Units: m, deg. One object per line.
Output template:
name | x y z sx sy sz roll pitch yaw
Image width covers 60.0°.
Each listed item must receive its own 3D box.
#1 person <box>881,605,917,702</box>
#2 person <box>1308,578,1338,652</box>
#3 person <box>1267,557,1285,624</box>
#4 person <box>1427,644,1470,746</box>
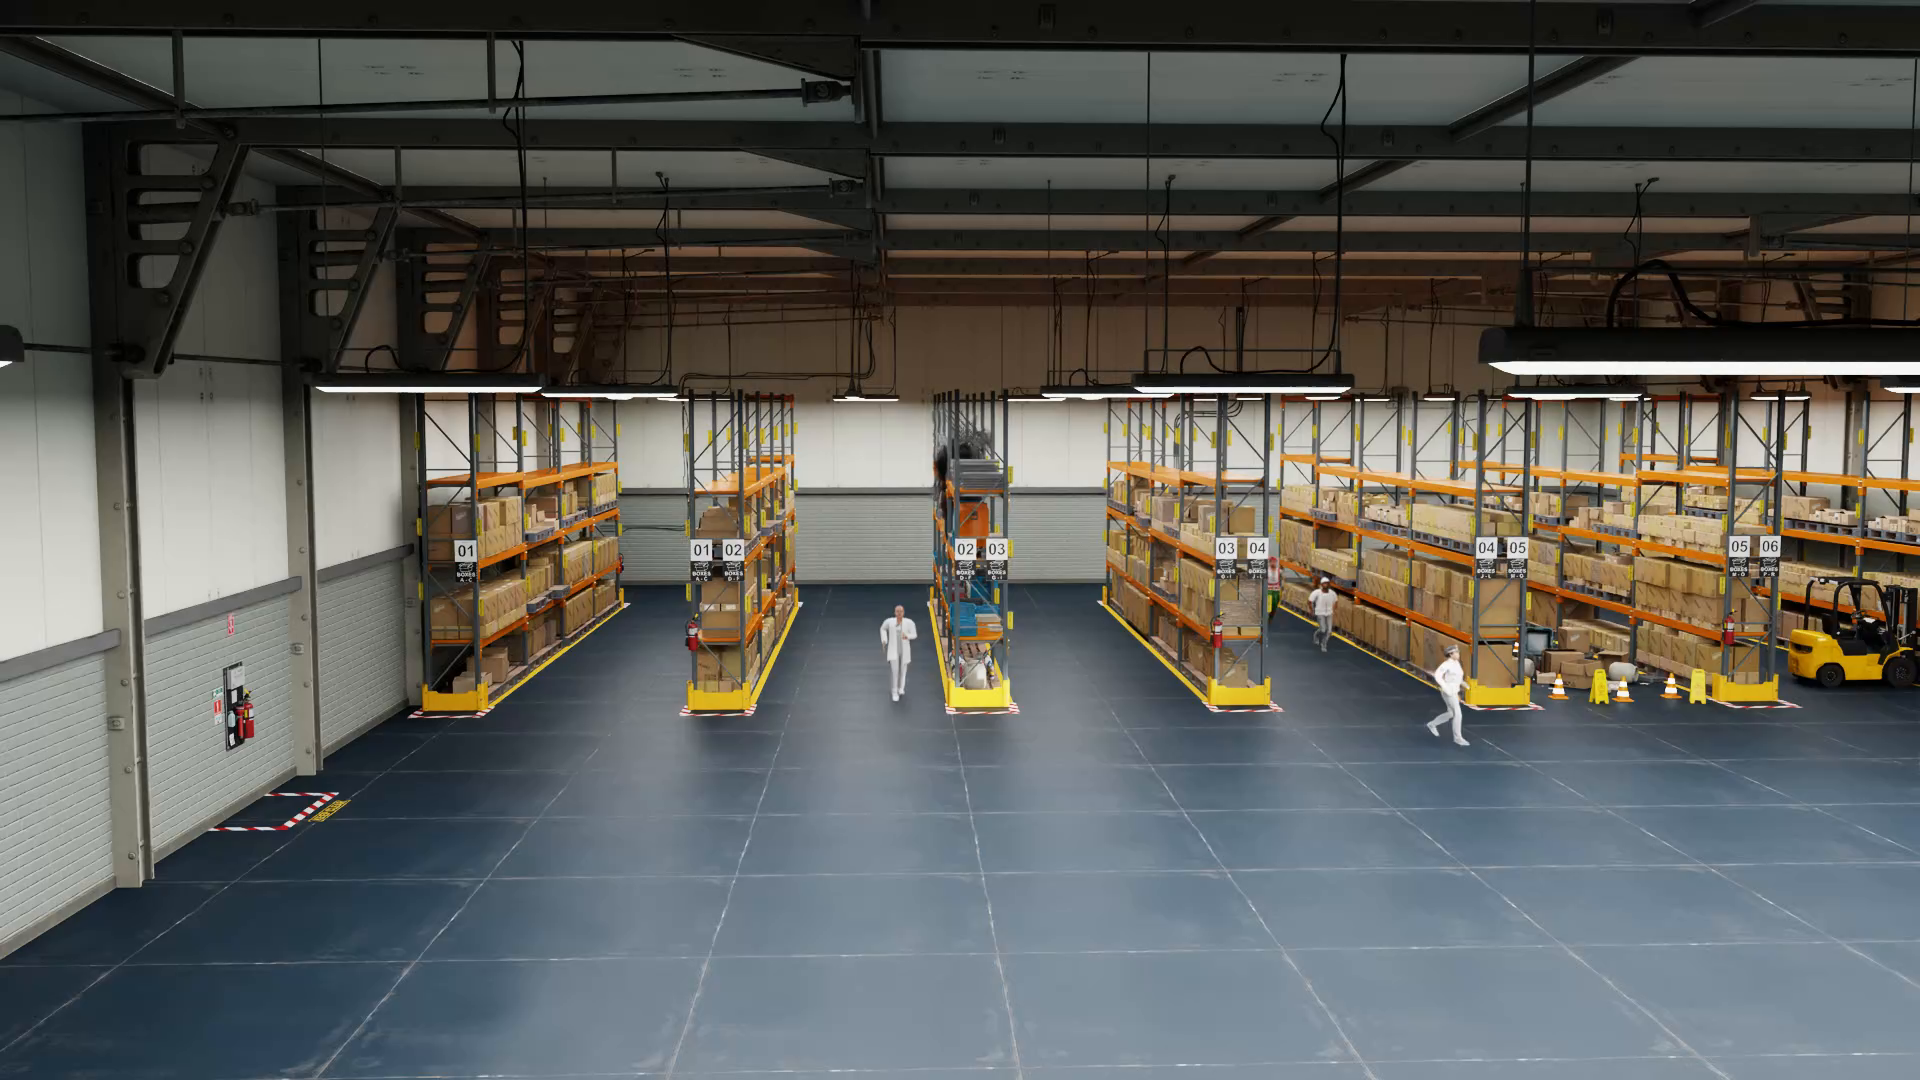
person | -1.188 2.190 32.402 0.676 1.839 0.867 -1 5 -8
person | 8.442 1.730 38.535 0.711 1.724 0.583 -1 5 -6
person | 8.167 1.316 43.317 0.636 1.749 0.603 0 5 -1
person | 8.266 2.592 28.150 0.784 1.696 0.630 3 6 36
